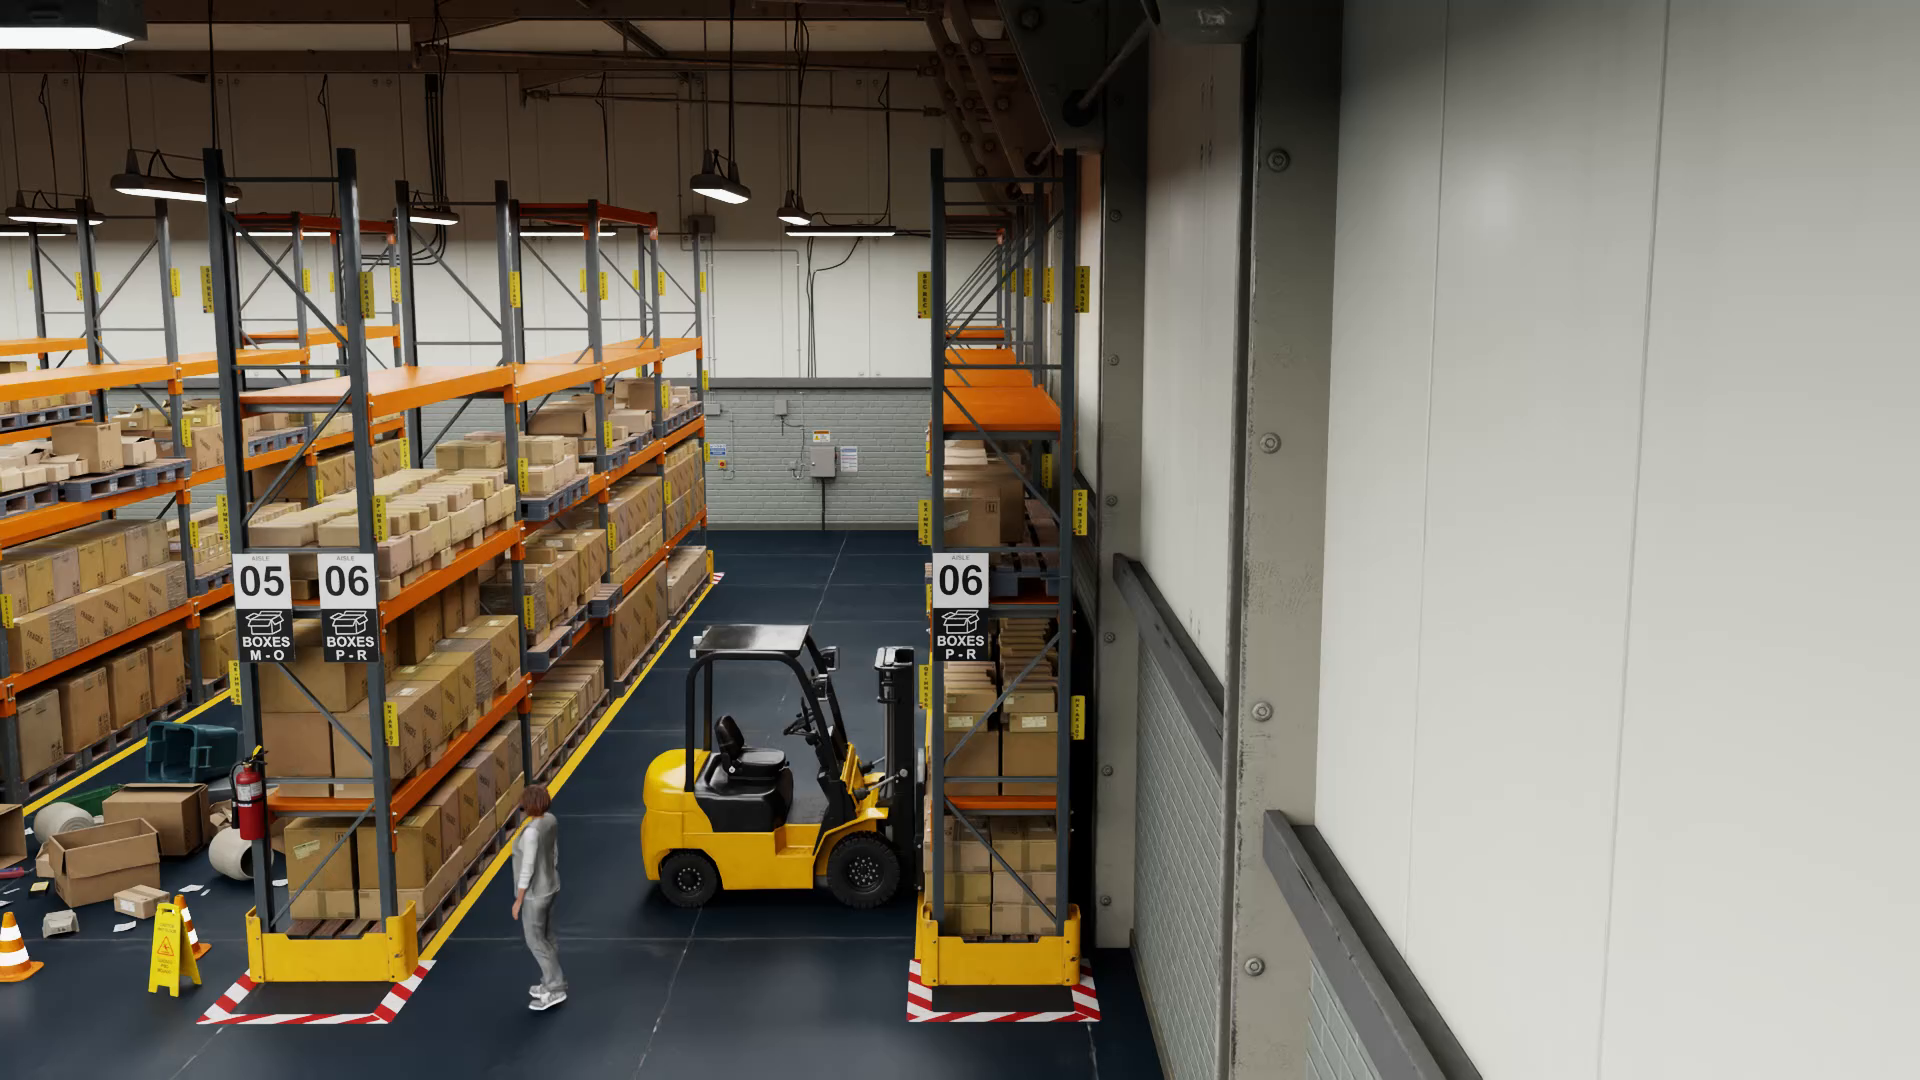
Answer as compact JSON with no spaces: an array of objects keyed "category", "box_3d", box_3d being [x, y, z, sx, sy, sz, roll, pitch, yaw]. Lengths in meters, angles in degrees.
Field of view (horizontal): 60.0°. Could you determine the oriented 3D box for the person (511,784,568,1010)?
[{"category":"person","box_3d":[-2.973,2.514,11.786,0.354,1.613,0.458,1,9,6]}]
